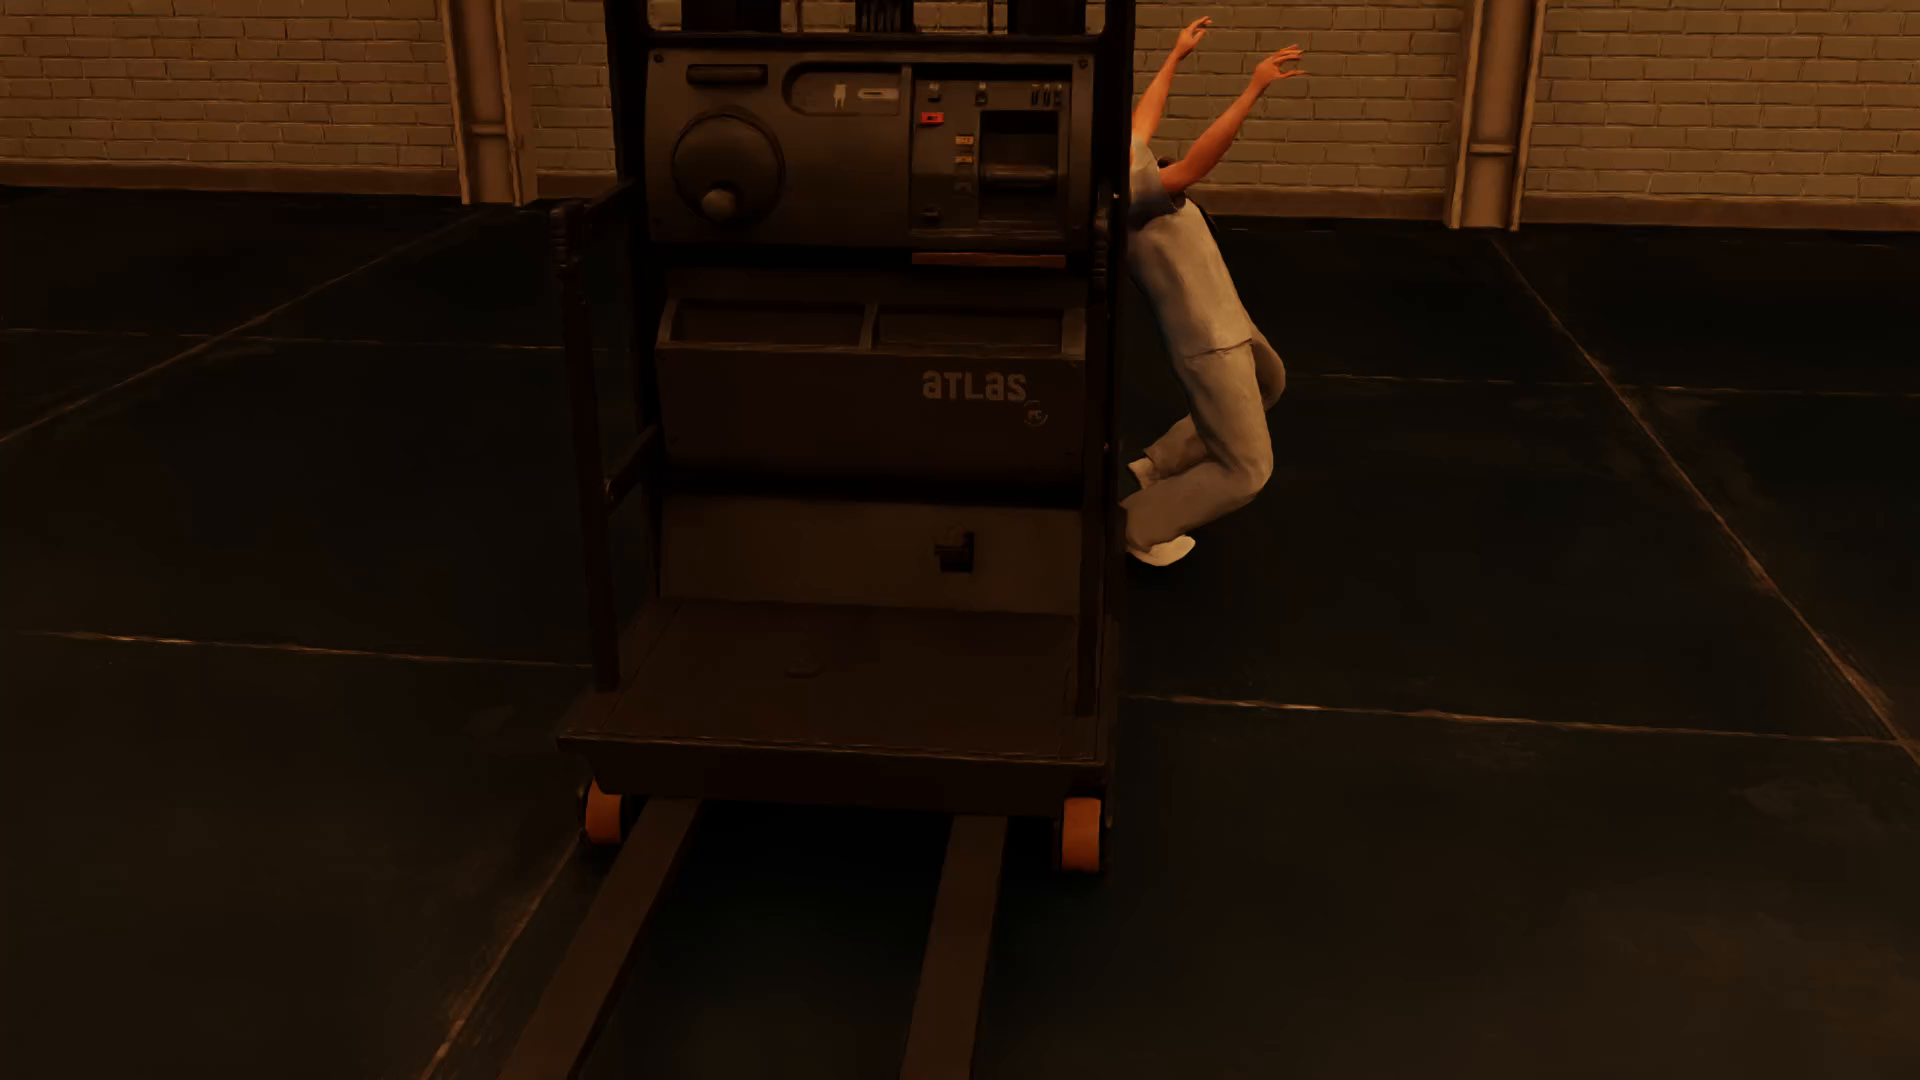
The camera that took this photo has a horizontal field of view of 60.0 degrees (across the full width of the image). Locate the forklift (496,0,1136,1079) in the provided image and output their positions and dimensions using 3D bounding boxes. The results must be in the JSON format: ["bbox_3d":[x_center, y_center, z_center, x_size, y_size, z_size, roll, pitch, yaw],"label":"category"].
[{"bbox_3d":[-0.212,-0.799,3.237,1.130,2.935,3.031,2,22,6],"label":"forklift"}]

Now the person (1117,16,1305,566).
[{"bbox_3d":[0.621,-0.691,4.835,0.729,1.537,0.850,2,22,4],"label":"person"}]
